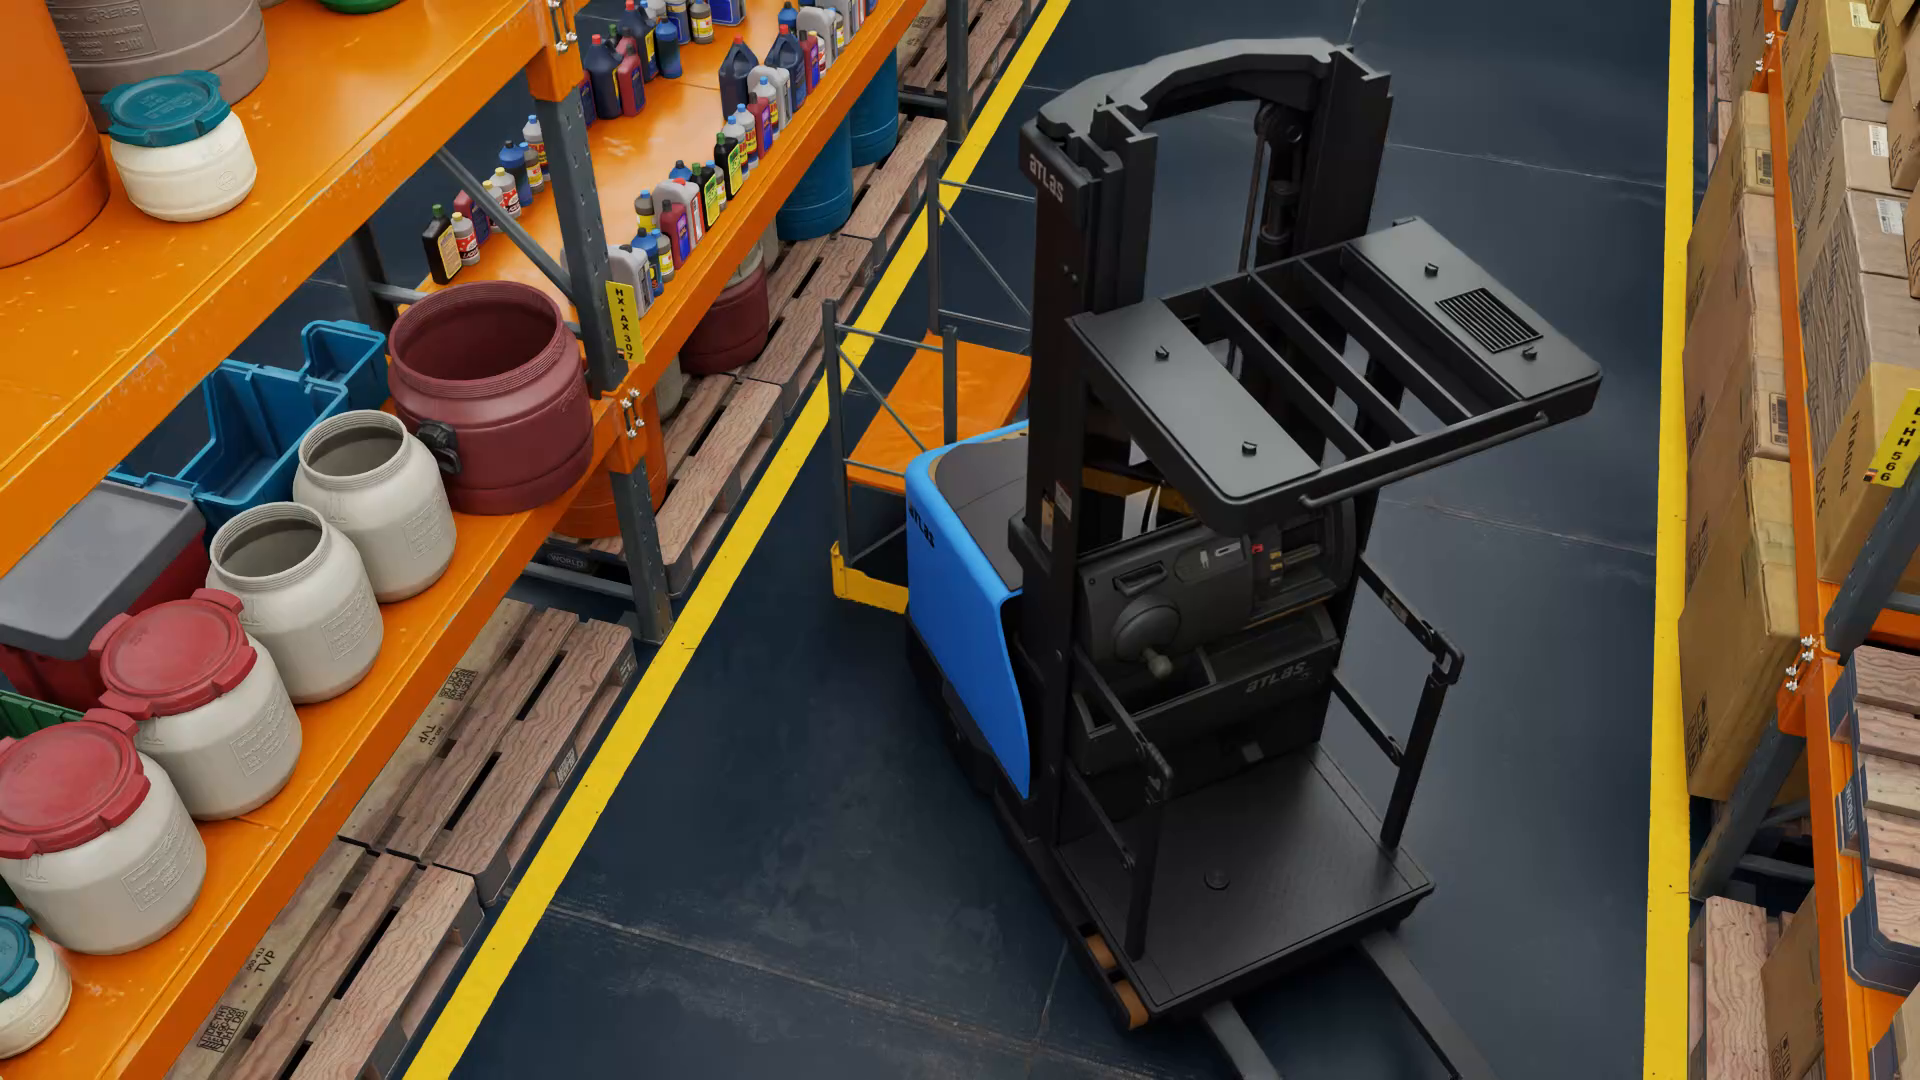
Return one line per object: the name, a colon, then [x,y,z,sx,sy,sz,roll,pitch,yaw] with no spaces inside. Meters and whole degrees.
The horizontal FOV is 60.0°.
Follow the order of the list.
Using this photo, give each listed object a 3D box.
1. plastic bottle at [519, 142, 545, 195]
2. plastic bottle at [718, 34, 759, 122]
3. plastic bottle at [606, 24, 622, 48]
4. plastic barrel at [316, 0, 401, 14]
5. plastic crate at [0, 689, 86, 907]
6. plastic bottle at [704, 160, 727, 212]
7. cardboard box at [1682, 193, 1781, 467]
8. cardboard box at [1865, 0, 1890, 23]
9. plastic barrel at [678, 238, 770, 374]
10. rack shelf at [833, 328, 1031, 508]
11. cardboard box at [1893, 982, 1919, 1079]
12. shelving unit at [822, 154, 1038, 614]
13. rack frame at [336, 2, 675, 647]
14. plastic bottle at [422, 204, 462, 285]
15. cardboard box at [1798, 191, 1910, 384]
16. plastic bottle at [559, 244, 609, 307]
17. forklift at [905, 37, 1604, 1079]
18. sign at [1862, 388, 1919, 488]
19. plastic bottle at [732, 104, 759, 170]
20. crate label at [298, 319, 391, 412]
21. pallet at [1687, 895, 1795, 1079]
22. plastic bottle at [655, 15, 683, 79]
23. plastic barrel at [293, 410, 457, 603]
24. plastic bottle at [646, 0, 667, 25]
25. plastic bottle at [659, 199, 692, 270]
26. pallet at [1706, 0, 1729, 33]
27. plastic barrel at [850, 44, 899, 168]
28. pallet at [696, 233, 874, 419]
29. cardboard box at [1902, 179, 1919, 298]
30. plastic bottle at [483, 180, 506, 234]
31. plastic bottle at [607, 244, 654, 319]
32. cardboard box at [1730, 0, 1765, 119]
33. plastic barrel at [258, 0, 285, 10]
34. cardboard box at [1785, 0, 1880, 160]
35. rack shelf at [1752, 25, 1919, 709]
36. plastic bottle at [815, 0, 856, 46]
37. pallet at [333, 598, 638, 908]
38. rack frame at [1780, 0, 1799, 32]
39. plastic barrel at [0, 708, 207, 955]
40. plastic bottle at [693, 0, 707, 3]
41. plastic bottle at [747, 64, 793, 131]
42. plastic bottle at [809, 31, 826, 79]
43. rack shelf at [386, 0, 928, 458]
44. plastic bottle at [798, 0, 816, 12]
plastic bottle: [-1.734,-1.500,6.679,0.097,0.201,0.097,0,44,0]
plastic bottle: [-0.935,-1.964,7.047,0.144,0.351,0.185,13,46,13]
plastic bottle: [-1.502,-2.081,7.215,0.061,0.283,0.133,13,46,13]
plastic barrel: [-1.686,-1.630,4.637,0.294,0.245,0.294,0,44,0]
plastic crate: [-2.613,0.732,4.407,0.450,0.188,0.662,13,46,13]
plastic bottle: [-0.979,-1.407,6.584,0.097,0.201,0.097,0,44,0]
cardboard box: [3.827,-0.770,7.010,1.225,0.875,0.875,11,45,11]
cardboard box: [4.086,-2.373,6.641,0.797,0.503,0.637,11,46,11]
plastic barrel: [-1.186,-1.160,7.613,0.600,0.588,0.708,13,46,13]
rack shelf: [-0.071,-0.455,6.799,0.538,0.185,1.000,15,46,14]
cardboard box: [2.333,1.232,3.552,0.500,0.250,0.500,11,46,11]
shelving unit: [-0.068,-0.590,6.679,0.587,1.500,1.083,15,46,14]
rack frame: [-1.660,-0.789,5.811,1.000,3.000,0.127,13,46,13]
plastic bottle: [-1.944,-1.107,6.219,0.061,0.283,0.133,13,46,13]
cardboard box: [3.284,-0.835,5.786,0.500,0.500,0.500,11,45,11]
plastic bottle: [-1.366,-0.997,6.112,0.152,0.276,0.135,13,46,13]
forklift: [0.881,0.209,4.839,1.130,2.935,3.031,-19,47,-18]
sign: [2.530,-0.269,4.452,0.100,0.325,0.005,13,46,13]
plastic bottle: [-0.880,-1.651,6.783,0.097,0.271,0.097,0,44,0]
crate label: [-2.145,-0.528,5.663,0.303,0.233,0.416,13,46,13]
pallet: [2.822,1.777,5.182,1.003,0.211,1.213,13,46,13]
plastic bottle: [-1.286,-2.178,7.322,0.097,0.271,0.097,0,44,0]
plastic barrel: [-1.768,-0.098,5.025,0.421,0.512,0.421,0,44,0]
plastic bottle: [-1.364,-2.338,7.486,0.097,0.271,0.097,0,44,0]
plastic bottle: [-1.078,-1.177,6.290,0.061,0.283,0.133,13,46,13]
pallet: [5.315,-3.526,10.602,1.003,0.211,1.213,13,46,13]
plastic barrel: [-0.630,-2.496,8.755,0.600,0.901,0.708,13,46,13]
pallet: [-1.090,-1.137,8.160,1.003,0.211,1.213,13,46,13]
cardboard box: [3.497,-1.052,5.291,0.797,0.503,0.637,14,46,13]
plastic bottle: [-1.822,-1.305,6.480,0.097,0.201,0.097,0,44,0]
plastic bottle: [-1.221,-0.965,6.079,0.152,0.276,0.135,13,46,13]
cardboard box: [4.820,-2.820,9.105,0.875,0.875,0.875,13,46,13]
plastic barrel: [-2.046,-1.759,4.577,0.421,0.512,0.421,0,44,0]
cardboard box: [3.743,-1.853,6.826,0.500,0.500,0.500,13,46,13]
rack shelf: [3.666,-0.816,6.353,1.077,0.370,4.000,13,46,13]
plastic bottle: [-0.564,-2.410,7.556,0.152,0.276,0.135,13,46,13]
pallet: [-1.932,0.716,6.267,1.003,0.211,1.213,13,46,13]
rack frame: [4.271,-2.406,7.463,1.000,3.000,0.127,13,46,13]
plastic barrel: [-2.151,0.748,4.142,0.433,0.535,0.433,0,44,0]
plastic bottle: [-1.233,-2.566,7.715,0.152,0.276,0.135,13,46,13]
plastic bottle: [-0.801,-1.889,7.023,0.152,0.276,0.135,13,46,13]
plastic bottle: [-0.644,-2.146,7.339,0.097,0.201,0.097,0,44,0]
rack shelf: [-1.055,-1.865,7.425,1.077,0.370,4.000,13,46,13]
plastic bottle: [-0.689,-2.423,7.572,0.097,0.271,0.097,0,44,0]
